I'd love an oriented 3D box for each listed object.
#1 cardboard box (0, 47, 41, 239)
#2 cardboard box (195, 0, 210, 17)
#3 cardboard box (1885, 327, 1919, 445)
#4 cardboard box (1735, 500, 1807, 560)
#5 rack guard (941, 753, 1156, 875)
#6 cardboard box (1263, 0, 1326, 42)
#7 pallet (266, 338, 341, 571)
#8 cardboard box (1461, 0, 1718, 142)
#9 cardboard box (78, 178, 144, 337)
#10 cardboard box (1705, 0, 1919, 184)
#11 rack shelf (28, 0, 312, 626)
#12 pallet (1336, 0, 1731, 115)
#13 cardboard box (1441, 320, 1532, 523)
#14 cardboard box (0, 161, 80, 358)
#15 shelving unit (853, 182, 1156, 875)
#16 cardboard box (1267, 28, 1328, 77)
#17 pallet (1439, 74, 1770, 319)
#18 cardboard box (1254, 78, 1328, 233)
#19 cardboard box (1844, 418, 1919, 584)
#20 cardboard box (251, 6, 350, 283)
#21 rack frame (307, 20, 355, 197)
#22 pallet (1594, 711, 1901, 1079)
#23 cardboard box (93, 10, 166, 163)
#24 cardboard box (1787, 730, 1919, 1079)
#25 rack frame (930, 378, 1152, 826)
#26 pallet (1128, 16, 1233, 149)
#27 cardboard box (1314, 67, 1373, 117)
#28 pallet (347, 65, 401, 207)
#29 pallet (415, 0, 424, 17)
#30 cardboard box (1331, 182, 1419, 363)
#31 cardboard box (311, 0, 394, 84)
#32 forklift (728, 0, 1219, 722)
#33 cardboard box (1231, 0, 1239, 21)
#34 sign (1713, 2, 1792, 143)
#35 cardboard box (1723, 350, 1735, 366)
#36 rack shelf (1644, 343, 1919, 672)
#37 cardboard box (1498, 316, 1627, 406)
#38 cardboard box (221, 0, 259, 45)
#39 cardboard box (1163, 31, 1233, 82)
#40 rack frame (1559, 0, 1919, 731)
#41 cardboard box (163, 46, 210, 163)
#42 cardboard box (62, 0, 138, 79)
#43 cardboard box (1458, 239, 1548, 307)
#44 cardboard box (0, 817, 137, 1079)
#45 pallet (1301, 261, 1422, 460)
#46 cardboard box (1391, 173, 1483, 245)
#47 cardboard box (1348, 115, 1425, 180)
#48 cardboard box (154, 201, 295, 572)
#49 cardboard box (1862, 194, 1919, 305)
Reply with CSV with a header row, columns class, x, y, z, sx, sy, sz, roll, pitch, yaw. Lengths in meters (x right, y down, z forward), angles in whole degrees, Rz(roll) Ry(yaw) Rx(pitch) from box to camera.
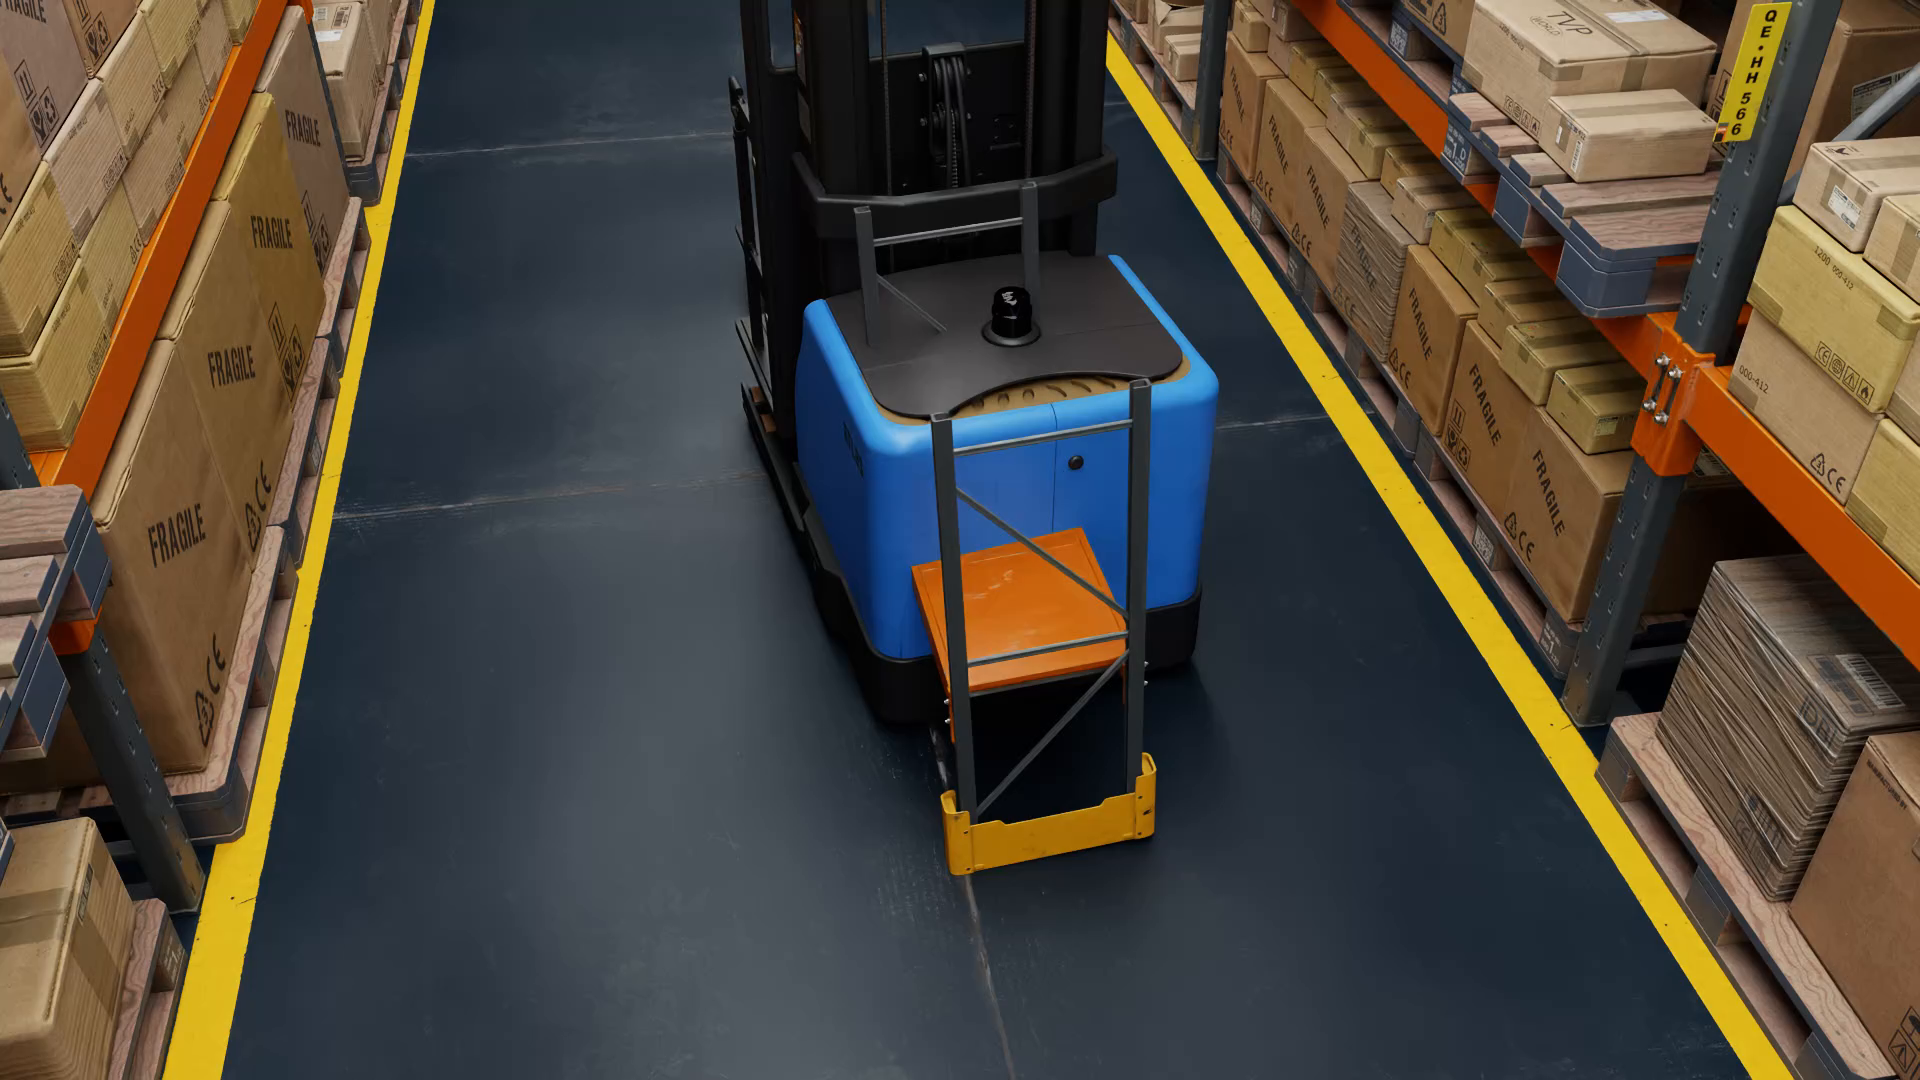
class,x,y,z,sx,sy,sz,roll,pitch,yaw
cardboard box,-2.390,-0.924,3.598,0.500,0.500,0.500,-7,38,-9
cardboard box,-2.737,-1.866,5.422,0.500,0.250,0.500,-5,38,-7
cardboard box,2.266,-0.243,3.332,0.500,0.250,0.500,-5,38,-7
cardboard box,2.544,-0.165,5.212,0.500,0.500,0.500,-5,38,-6
rack guard,0.246,0.751,4.557,0.587,0.250,0.087,-10,39,-8
cardboard box,1.534,-2.273,7.154,0.380,0.149,0.250,-8,39,-10
pallet,-2.819,-0.284,5.943,1.003,0.211,1.213,-6,38,-8
cardboard box,1.838,-1.410,4.900,0.500,0.250,0.500,-8,39,-10
cardboard box,-2.490,-0.737,4.376,0.500,0.250,0.500,-7,38,-9
cardboard box,2.405,-1.234,4.470,0.500,0.500,0.500,-5,38,-6
rack shelf,-2.895,-1.089,5.293,1.077,0.370,4.000,-6,38,-8
pallet,1.996,-1.800,5.778,1.003,0.211,1.213,-6,38,-8
cardboard box,1.978,-0.416,5.535,0.500,0.500,0.500,-7,38,-9
cardboard box,-2.390,-0.636,3.838,0.500,0.250,0.500,-6,38,-8
shelving unit,0.107,-0.036,4.551,0.587,1.500,1.083,-10,39,-8
cardboard box,1.566,-2.148,7.236,0.380,0.149,0.250,-7,38,-9
pallet,2.154,-1.027,4.784,1.213,0.211,1.003,-6,38,-8
cardboard box,1.607,-1.659,7.136,0.500,0.500,0.500,-7,38,-9
cardboard box,2.262,-0.043,3.483,0.500,0.250,0.500,-7,38,-9
cardboard box,-3.058,-1.542,6.680,0.875,0.875,0.875,-5,38,-7
rack frame,-3.246,-2.581,6.627,1.000,3.000,0.127,-6,38,-8
pallet,2.448,0.901,4.418,1.003,0.211,1.213,-6,38,-8
cardboard box,-2.555,-1.251,4.630,0.500,0.250,0.500,-6,38,-8
cardboard box,2.560,0.843,3.814,0.875,0.625,0.625,-5,38,-6
rack frame,0.219,0.275,4.153,0.500,1.500,0.032,-10,39,-8
pallet,1.521,-2.431,8.707,1.003,0.211,1.213,-6,38,-8
cardboard box,1.684,-1.830,6.827,0.380,0.149,0.250,-7,38,-9
pallet,-3.302,-1.948,8.085,1.003,0.211,1.213,-6,38,-8
pallet,-3.730,-3.421,9.982,1.003,0.211,1.213,-6,38,-8
cardboard box,1.775,-1.043,6.343,0.500,0.500,0.500,-8,38,-10
cardboard box,-3.408,-2.667,8.484,0.875,0.438,0.875,-7,38,-9
forklift,-0.187,-1.526,5.325,1.130,2.935,3.031,-11,39,-14
cardboard box,1.681,-2.844,8.947,0.380,0.149,0.250,-7,38,-9
sign,1.809,-1.063,3.794,0.100,0.325,0.005,-6,38,-8
cardboard box,2.557,-0.485,5.095,0.380,0.149,0.250,-4,38,-6
rack shelf,2.692,0.791,2.874,1.077,0.370,4.000,-6,38,-8
cardboard box,1.927,-0.569,5.204,0.380,0.149,0.250,-8,39,-10
cardboard box,-2.831,-1.970,5.964,0.500,0.250,0.500,-7,38,-9
cardboard box,1.254,-2.462,8.456,0.380,0.149,0.250,-7,38,-9
rack frame,2.342,-0.701,4.208,1.000,3.000,0.127,-6,38,-8
cardboard box,-2.666,-1.352,5.168,0.500,0.250,0.500,-6,38,-8
cardboard box,-2.562,-1.536,4.386,0.500,0.500,0.500,-5,38,-7
cardboard box,1.923,-0.897,5.626,0.380,0.149,0.250,-5,38,-7
cardboard box,-2.455,1.049,3.754,0.950,0.372,0.625,-9,39,-11
pallet,2.037,-0.790,6.595,1.003,0.211,1.213,-6,38,-8
cardboard box,1.801,-1.211,6.030,0.380,0.149,0.250,-8,39,-10
cardboard box,1.732,-1.525,6.434,0.380,0.149,0.250,-5,38,-6
cardboard box,-2.736,-0.457,5.283,0.875,0.875,0.875,-6,38,-7
cardboard box,2.156,-0.612,3.482,0.380,0.149,0.250,-5,38,-7
